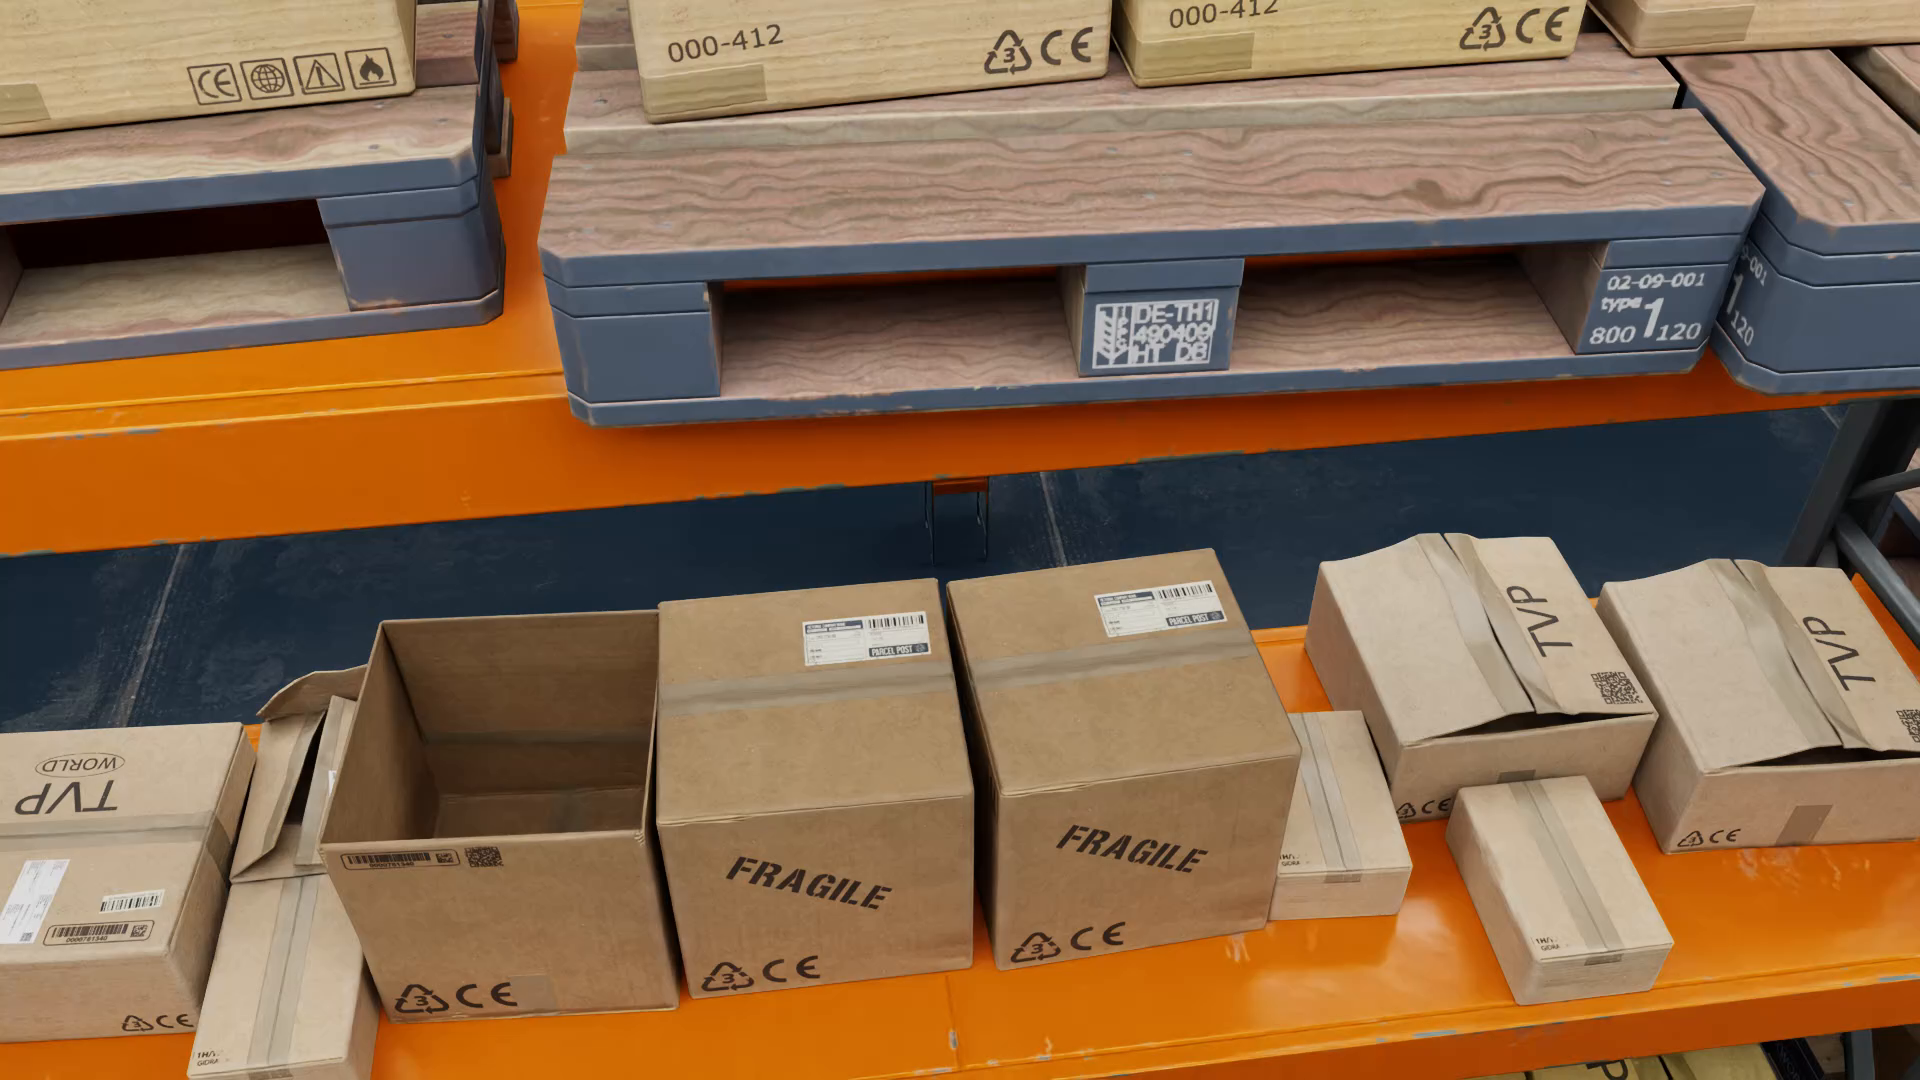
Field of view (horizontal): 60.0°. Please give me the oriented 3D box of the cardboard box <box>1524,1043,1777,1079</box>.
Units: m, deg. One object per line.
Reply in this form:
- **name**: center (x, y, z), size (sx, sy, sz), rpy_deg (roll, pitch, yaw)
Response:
- **cardboard box**: center (1.440, 1.136, 3.571), size (0.500, 0.311, 0.500), rpy_deg (-4, 42, -4)

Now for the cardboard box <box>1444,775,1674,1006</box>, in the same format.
- **cardboard box**: center (1.071, 0.625, 3.005), size (0.250, 0.149, 0.380), rpy_deg (-5, 42, -6)

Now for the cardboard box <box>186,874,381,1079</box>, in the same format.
- **cardboard box**: center (-1.134, 0.770, 2.844), size (0.250, 0.149, 0.380), rpy_deg (-5, 42, -6)

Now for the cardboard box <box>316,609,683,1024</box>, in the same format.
- **cardboard box**: center (-0.753, 0.479, 2.905), size (0.500, 0.500, 0.500), rpy_deg (-2, 42, -2)

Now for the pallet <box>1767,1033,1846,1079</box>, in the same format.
- **pallet**: center (2.672, 1.266, 4.189), size (1.213, 0.211, 1.003), rpy_deg (-5, 42, -6)

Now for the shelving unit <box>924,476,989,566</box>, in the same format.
- **shelving unit**: center (-0.014, -0.444, 5.347), size (0.189, 1.200, 0.258), rpy_deg (-5, 42, -6)

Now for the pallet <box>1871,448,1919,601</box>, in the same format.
- **pallet**: center (2.590, 0.236, 3.392), size (1.003, 0.211, 1.213), rpy_deg (-5, 42, -6)

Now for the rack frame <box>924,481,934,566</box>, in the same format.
- **rack frame**: center (-0.105, -0.436, 5.338), size (0.006, 1.200, 0.240), rpy_deg (-5, 42, -6)

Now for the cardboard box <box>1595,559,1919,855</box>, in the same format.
- **cardboard box**: center (1.561, 0.306, 3.238), size (0.500, 0.311, 0.500), rpy_deg (-3, 42, -3)

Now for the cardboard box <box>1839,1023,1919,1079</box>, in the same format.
- **cardboard box**: center (2.416, 1.186, 3.734), size (0.500, 0.500, 0.500), rpy_deg (-3, 42, -4)

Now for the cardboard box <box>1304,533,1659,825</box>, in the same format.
- **cardboard box**: center (1.015, 0.253, 3.297), size (0.500, 0.311, 0.500), rpy_deg (-5, 42, -6)

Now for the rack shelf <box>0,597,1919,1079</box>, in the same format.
- **rack shelf**: center (-0.056, 0.711, 3.259), size (4.000, 0.370, 1.077), rpy_deg (-5, 42, -6)

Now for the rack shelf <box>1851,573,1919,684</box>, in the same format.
- **rack shelf**: center (3.910, 0.364, 3.644), size (4.000, 0.370, 1.077), rpy_deg (-5, 42, -6)

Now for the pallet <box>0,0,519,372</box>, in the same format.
- **pallet**: center (-1.166, -0.510, 1.979), size (1.217, 0.209, 0.805), rpy_deg (-7, 42, -7)

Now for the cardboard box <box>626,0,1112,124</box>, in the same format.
- **cardboard box**: center (-0.135, -0.722, 1.869), size (0.500, 0.250, 0.500), rpy_deg (-8, 43, -9)

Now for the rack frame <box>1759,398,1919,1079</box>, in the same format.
- **rack frame**: center (1.927, 0.271, 3.211), size (0.127, 3.000, 1.000), rpy_deg (-5, 42, -6)

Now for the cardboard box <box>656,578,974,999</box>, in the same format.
- **cardboard box**: center (-0.256, 0.436, 2.953), size (0.500, 0.500, 0.500), rpy_deg (-5, 42, -5)

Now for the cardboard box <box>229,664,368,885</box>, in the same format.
- **cardboard box**: center (-1.191, 0.469, 3.090), size (0.258, 0.266, 0.396), rpy_deg (-6, 42, -7)

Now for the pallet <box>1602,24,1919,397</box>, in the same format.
- **pallet**: center (1.266, -0.655, 2.138), size (1.003, 0.211, 1.213), rpy_deg (-3, 42, -4)

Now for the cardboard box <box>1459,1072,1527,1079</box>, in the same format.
- **cardboard box**: center (0.925, 1.186, 3.516), size (0.500, 0.311, 0.500), rpy_deg (-6, 42, -6)

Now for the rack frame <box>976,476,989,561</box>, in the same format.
- **rack frame**: center (0.076, -0.452, 5.356), size (0.006, 1.200, 0.240), rpy_deg (-5, 42, -6)

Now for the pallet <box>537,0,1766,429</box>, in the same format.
- **pallet**: center (0.157, -0.556, 2.028), size (1.213, 0.211, 1.003), rpy_deg (-3, 42, -4)

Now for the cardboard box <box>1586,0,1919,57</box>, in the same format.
- **cardboard box**: center (0.967, -0.809, 1.967), size (0.500, 0.250, 0.500), rpy_deg (-4, 42, -4)

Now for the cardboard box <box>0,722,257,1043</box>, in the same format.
- **cardboard box**: center (-1.556, 0.602, 2.955), size (0.500, 0.250, 0.500), rpy_deg (-3, 42, -3)

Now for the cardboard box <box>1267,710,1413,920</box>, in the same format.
- **cardboard box**: center (0.670, 0.512, 3.130), size (0.250, 0.149, 0.380), rpy_deg (-2, 42, -2)

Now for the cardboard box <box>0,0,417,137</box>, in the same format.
- **cardboard box**: center (-0.883, -0.693, 1.838), size (0.500, 0.250, 0.500), rpy_deg (-9, 43, -10)

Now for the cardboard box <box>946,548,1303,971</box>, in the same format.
- **cardboard box**: center (0.266, 0.390, 3.004), size (0.500, 0.500, 0.500), rpy_deg (-7, 43, -8)

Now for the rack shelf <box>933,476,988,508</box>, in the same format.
- **rack shelf**: center (-0.014, -0.233, 5.537), size (0.180, 0.103, 0.258), rpy_deg (-5, 42, -6)

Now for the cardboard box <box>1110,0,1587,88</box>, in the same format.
- **cardboard box**: center (0.399, -0.767, 1.920), size (0.500, 0.250, 0.500), rpy_deg (-6, 42, -6)
